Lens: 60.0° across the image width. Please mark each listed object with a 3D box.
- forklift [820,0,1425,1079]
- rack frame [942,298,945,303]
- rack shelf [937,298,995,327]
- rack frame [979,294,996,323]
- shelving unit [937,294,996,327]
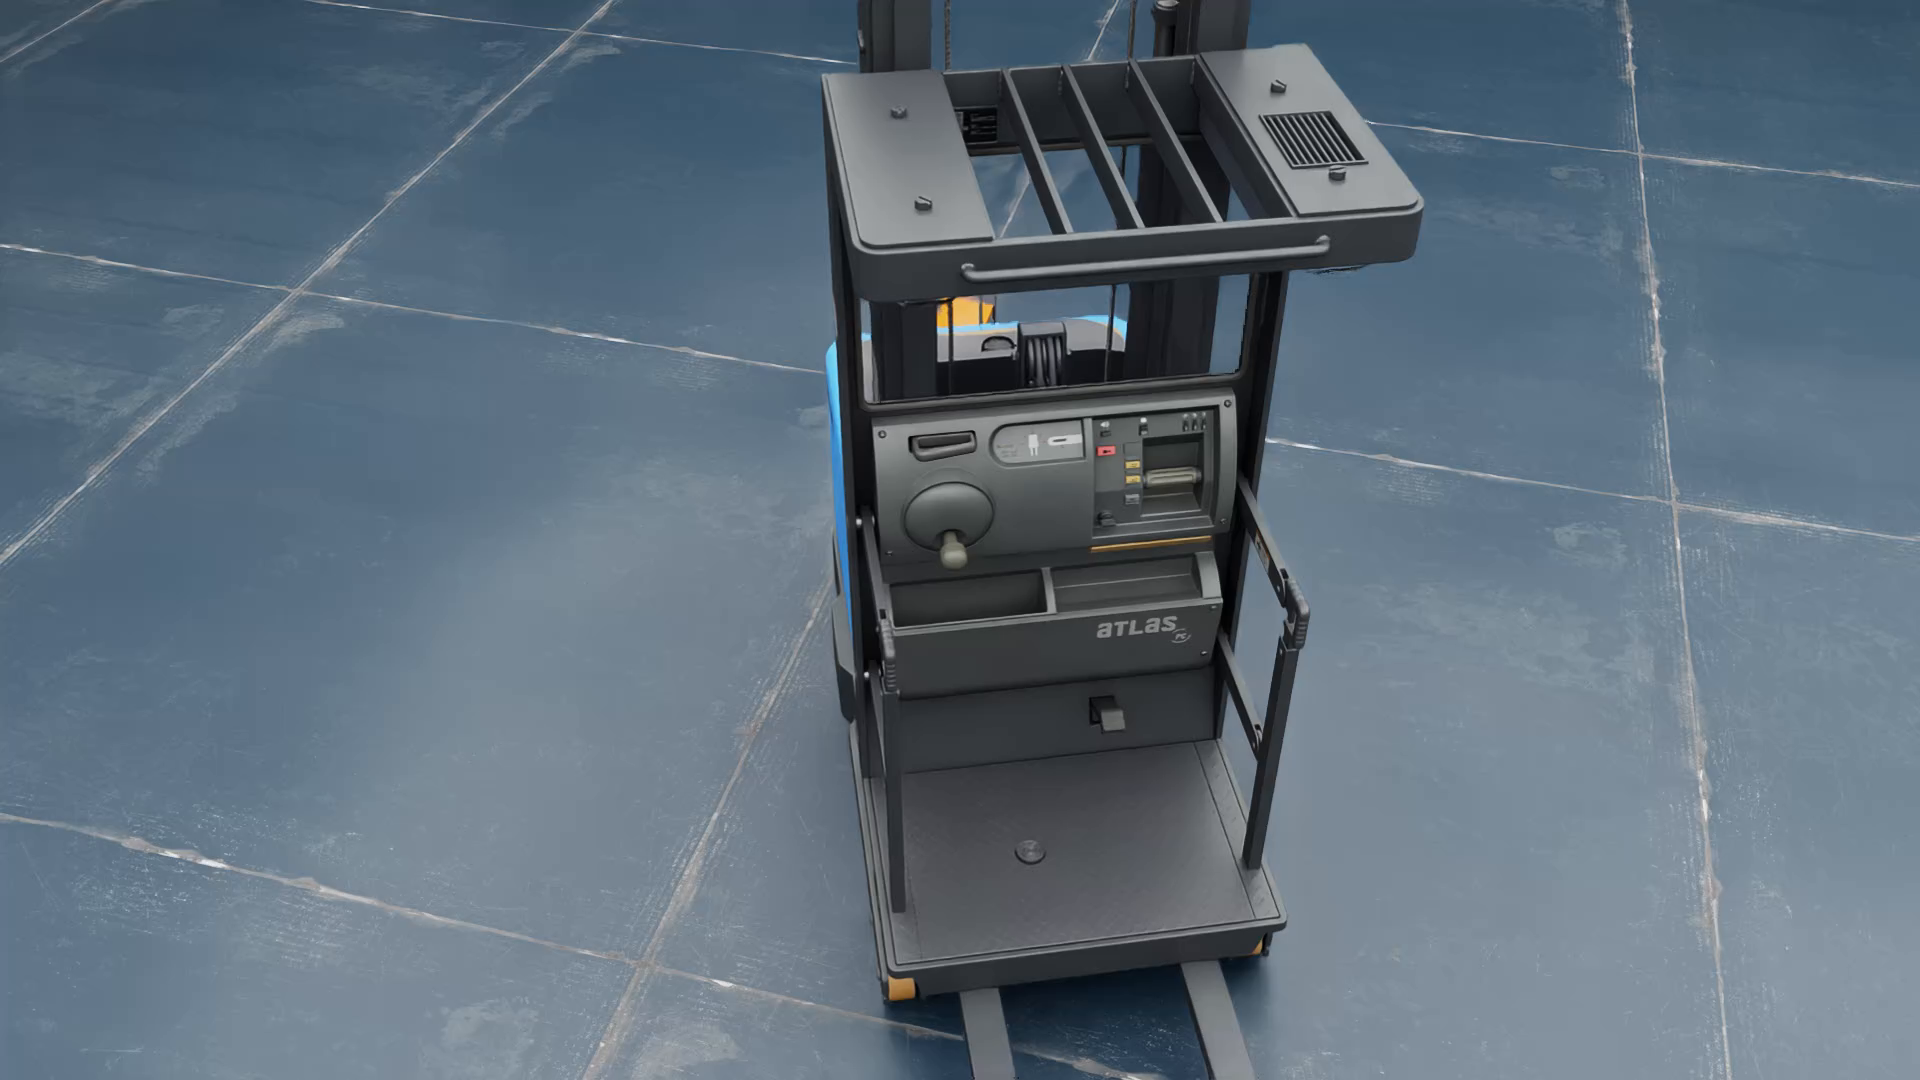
[{"bbox_3d":[0.280,-0.073,4.058,1.130,2.935,3.031,-6,40,-7],"label":"forklift"},{"bbox_3d":[-0.084,-0.494,5.905,0.006,1.200,0.240,9,41,10],"label":"rack frame"},{"bbox_3d":[0.005,-0.721,5.685,0.180,0.103,0.258,9,41,10],"label":"rack shelf"},{"bbox_3d":[0.094,-0.466,5.872,0.006,1.200,0.240,9,41,10],"label":"rack frame"},{"bbox_3d":[0.005,-0.480,5.888,0.189,1.200,0.258,9,41,10],"label":"shelving unit"}]
